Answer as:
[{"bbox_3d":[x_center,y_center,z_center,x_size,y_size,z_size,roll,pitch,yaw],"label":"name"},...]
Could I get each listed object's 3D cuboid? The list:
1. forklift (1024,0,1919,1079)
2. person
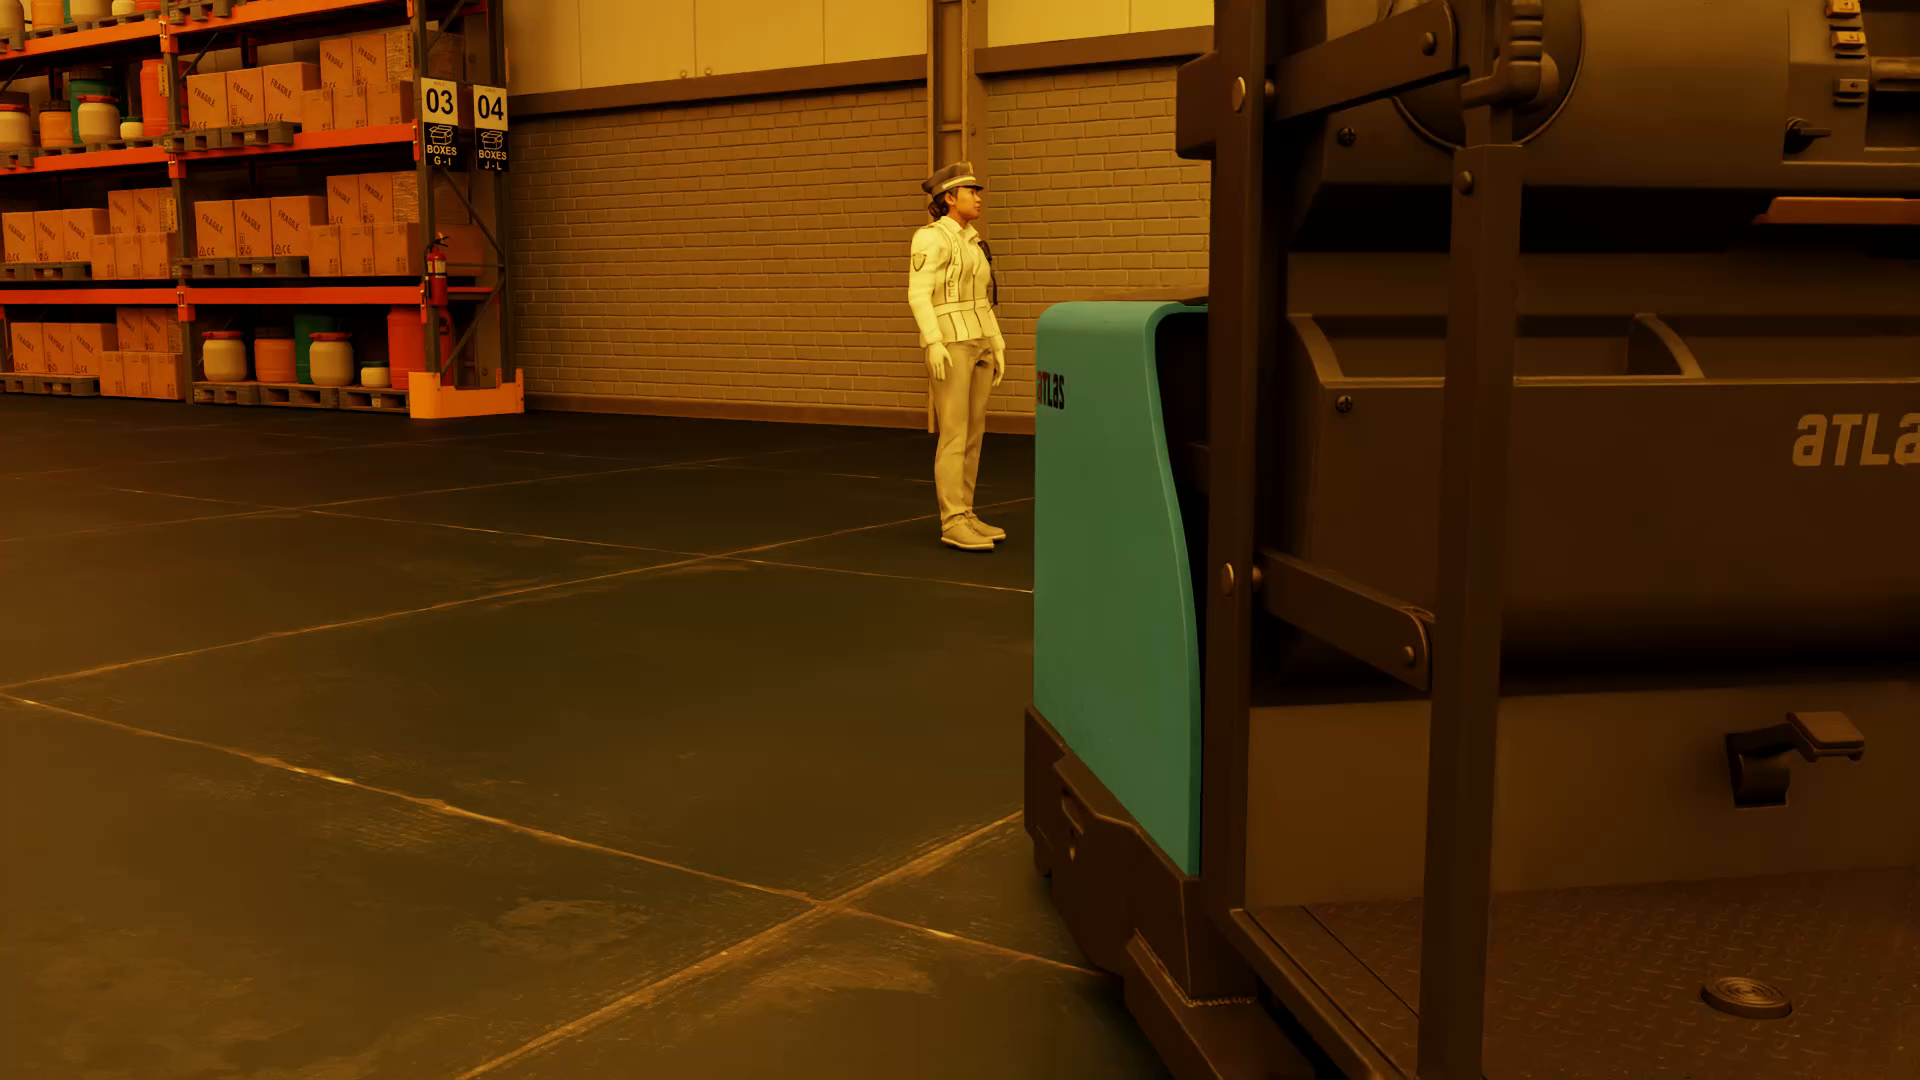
[{"bbox_3d":[0.885,-0.642,1.706,1.130,2.935,3.031,-1,8,-10],"label":"forklift"},{"bbox_3d":[0.053,-0.840,7.439,0.530,1.694,0.586,5,10,34],"label":"person"}]
